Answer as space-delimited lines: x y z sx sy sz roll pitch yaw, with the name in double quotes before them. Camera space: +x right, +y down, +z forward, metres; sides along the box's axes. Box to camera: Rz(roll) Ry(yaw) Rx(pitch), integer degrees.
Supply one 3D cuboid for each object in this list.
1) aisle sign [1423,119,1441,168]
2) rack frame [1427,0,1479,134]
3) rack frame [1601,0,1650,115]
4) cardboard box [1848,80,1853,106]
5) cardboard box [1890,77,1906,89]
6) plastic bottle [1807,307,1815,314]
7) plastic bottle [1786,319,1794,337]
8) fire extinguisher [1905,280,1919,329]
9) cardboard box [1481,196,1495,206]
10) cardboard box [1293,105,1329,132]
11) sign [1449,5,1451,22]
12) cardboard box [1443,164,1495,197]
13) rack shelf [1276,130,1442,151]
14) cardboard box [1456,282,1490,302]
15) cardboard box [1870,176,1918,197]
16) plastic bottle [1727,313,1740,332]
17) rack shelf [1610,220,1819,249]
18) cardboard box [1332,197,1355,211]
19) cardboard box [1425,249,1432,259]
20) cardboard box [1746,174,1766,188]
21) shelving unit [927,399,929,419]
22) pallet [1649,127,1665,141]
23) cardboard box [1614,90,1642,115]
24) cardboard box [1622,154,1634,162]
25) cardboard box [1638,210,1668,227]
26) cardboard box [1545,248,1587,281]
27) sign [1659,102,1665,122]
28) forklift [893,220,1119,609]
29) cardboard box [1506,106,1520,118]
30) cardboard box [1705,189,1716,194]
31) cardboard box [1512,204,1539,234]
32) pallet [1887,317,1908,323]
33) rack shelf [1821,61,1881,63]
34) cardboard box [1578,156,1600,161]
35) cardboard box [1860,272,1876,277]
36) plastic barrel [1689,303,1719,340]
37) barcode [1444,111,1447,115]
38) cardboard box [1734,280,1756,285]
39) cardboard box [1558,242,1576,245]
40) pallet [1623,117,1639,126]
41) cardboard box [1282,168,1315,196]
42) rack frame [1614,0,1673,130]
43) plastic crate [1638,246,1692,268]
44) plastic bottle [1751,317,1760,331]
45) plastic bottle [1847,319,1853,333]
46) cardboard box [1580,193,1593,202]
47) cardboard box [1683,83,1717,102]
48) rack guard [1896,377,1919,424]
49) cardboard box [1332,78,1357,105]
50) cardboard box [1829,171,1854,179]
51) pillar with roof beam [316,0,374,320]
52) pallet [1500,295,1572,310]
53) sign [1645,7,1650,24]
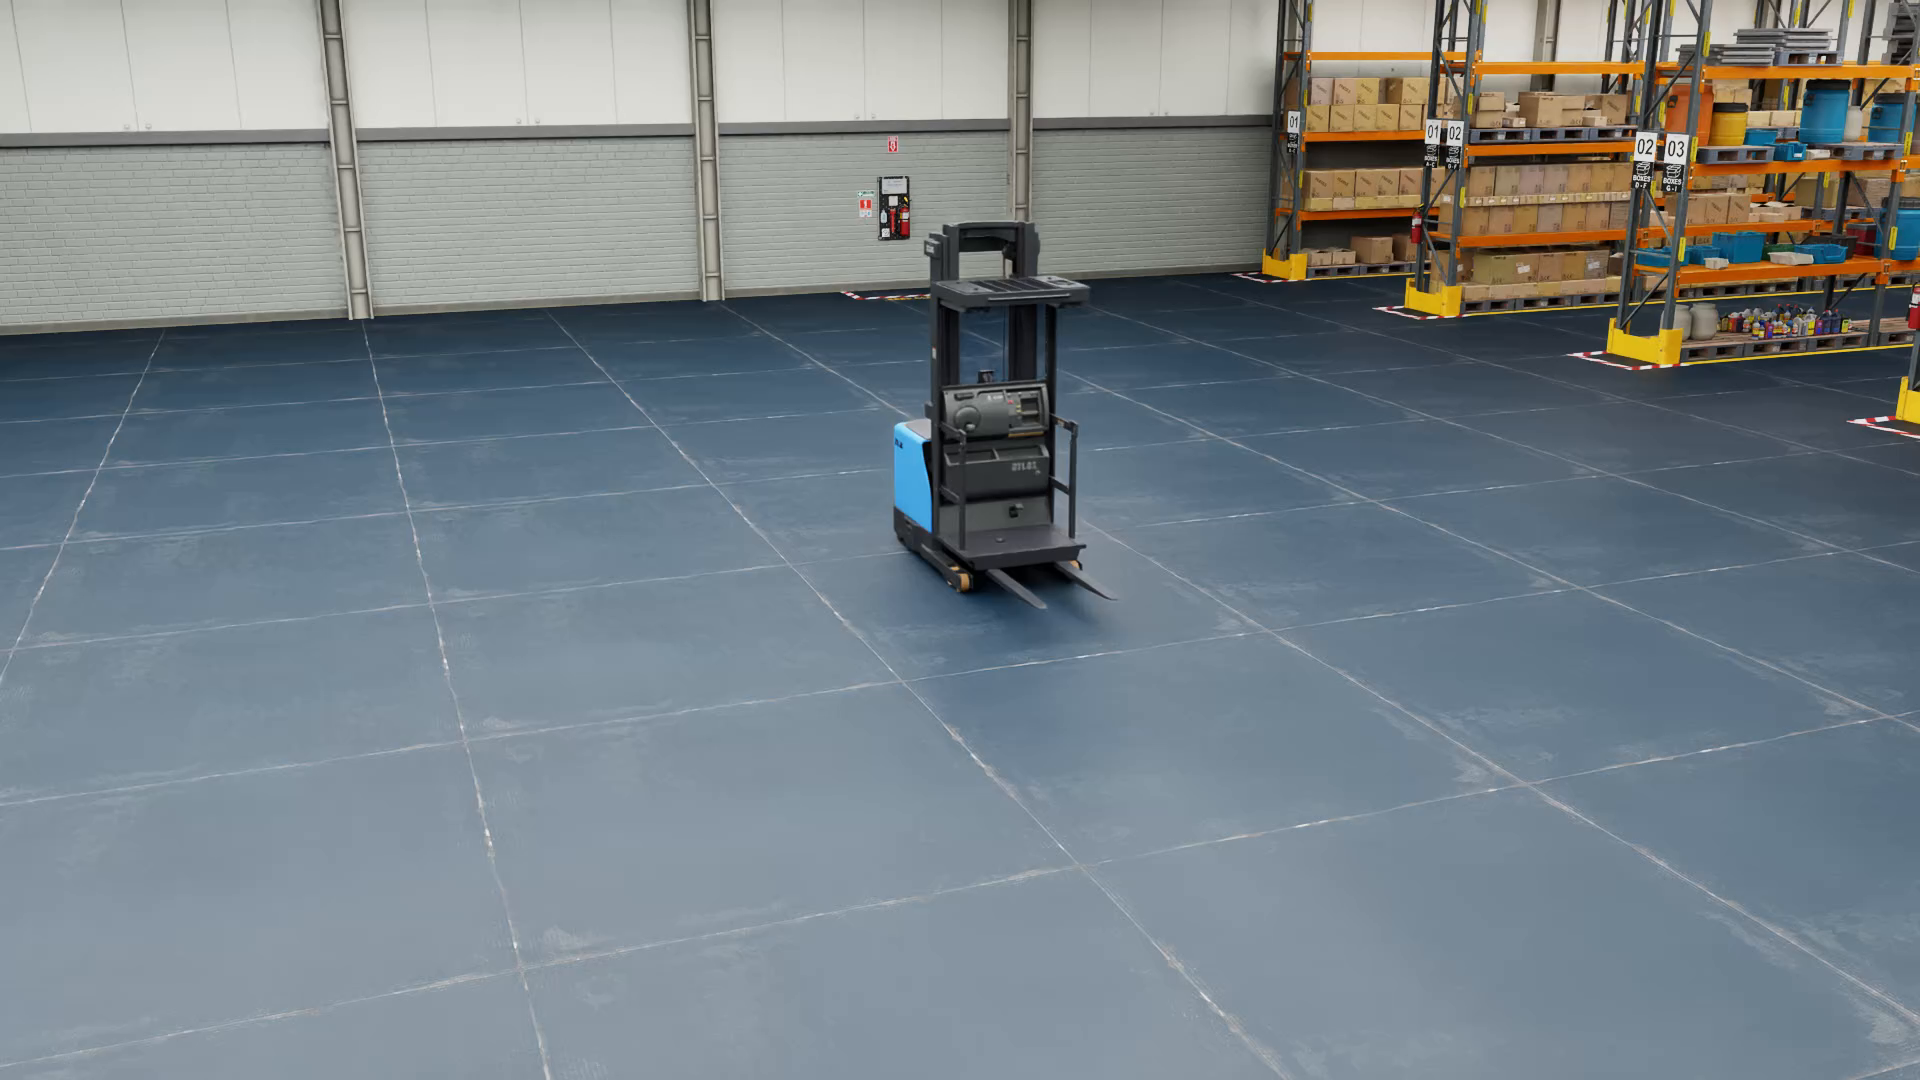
"aisle sign" 7.996 -6.711 28.166 0.004 0.787 0.394 -6 17 -20
"rack frame" 8.163 -8.272 27.446 0.127 3.000 1.000 -6 17 -20
"rack frame" 13.857 -10.381 34.630 0.127 3.000 1.000 -6 17 -20
"cardboard box" 16.043 -8.209 30.605 0.500 0.500 0.500 -6 17 -20
"cardboard box" 20.741 -10.140 37.146 0.500 0.500 0.500 -6 17 -20
"plastic bottle" 13.212 -3.478 25.831 0.097 0.271 0.097 0 16 0
"plastic bottle" 12.339 -3.157 24.740 0.097 0.271 0.097 0 16 0
"fire extinguisher" 11.432 -2.859 19.799 0.183 0.674 0.296 -6 17 -20
"cardboard box" 8.852 -5.763 28.221 0.250 0.149 0.380 -7 18 -22
"cardboard box" 6.788 -8.161 32.180 0.500 0.500 0.500 -6 17 -19
"sign" 9.918 -10.647 33.598 0.005 0.325 0.100 -6 17 -20
"cardboard box" 8.653 -6.113 28.262 0.500 0.500 0.700 -6 17 -20
"rack shelf" 8.254 -7.992 33.094 4.000 0.370 1.077 -6 17 -20
"cardboard box" 8.743 -4.271 28.605 0.500 0.250 0.500 -6 17 -20
"cardboard box" 17.740 -6.658 31.676 0.500 0.500 0.700 -11 20 -34
"plastic bottle" 11.735 -3.312 25.259 0.135 0.276 0.152 -6 17 -20
"rack shelf" 13.765 -5.653 30.453 4.000 0.370 1.077 -6 17 -20
"cardboard box" 7.436 -6.655 32.821 0.500 0.250 0.500 -7 18 -22
"cardboard box" 9.633 -5.889 34.229 0.250 0.166 0.380 -9 18 -27
"cardboard box" 17.251 -7.993 36.405 0.500 0.500 0.500 -6 18 -21
"shelving unit" -0.029 -0.730 15.602 0.503 1.200 0.258 -6 17 -20
"pallet" 12.717 -7.236 29.584 1.217 0.209 0.805 -7 18 -22
"cardboard box" 14.281 -9.264 35.191 0.500 0.500 0.700 -8 18 -24
"cardboard box" 14.400 -8.044 35.246 0.500 0.250 0.500 -6 17 -19
"cardboard box" 12.342 -5.786 29.894 0.500 0.250 0.500 -5 17 -17
"cardboard box" 10.606 -4.835 29.196 0.500 0.500 0.500 -6 17 -20
"sign" 12.098 -7.376 28.662 0.005 0.325 0.100 -6 17 -20
"forklift" 0.385 -1.102 13.800 1.130 2.935 3.031 -6 17 -20
"cardboard box" 9.663 -7.300 28.625 0.500 0.311 0.500 -4 17 -14
"cardboard box" 16.176 -7.570 36.115 0.250 0.149 0.380 -7 18 -22
"cardboard box" 9.558 -5.588 28.776 0.500 0.500 0.700 -6 17 -20
"pallet" 15.527 -3.368 26.345 1.213 0.211 1.003 -6 17 -20
"rack shelf" 19.460 -10.449 36.848 4.000 0.370 1.077 -6 17 -20
"cardboard box" 13.250 -7.994 35.039 0.250 0.149 0.380 -9 19 -29
"cardboard box" 17.117 -5.286 31.581 0.500 0.500 0.500 -6 18 -21
"plastic barrel" 10.987 -3.234 24.610 0.421 0.512 0.421 0 16 0
"barcode" 8.272 -7.268 28.323 0.075 0.075 0.001 -6 17 -20
"cardboard box" 14.278 -4.862 30.617 0.500 0.250 0.500 -6 17 -19
"cardboard box" 12.681 -6.407 35.399 0.500 0.500 0.700 -6 17 -20
"pallet" 14.439 -8.930 35.348 1.003 0.211 1.213 -5 17 -18
"cardboard box" 6.751 -7.097 32.994 0.500 0.500 0.500 -6 18 -21
"rack frame" 11.898 -8.675 28.820 0.127 3.000 1.000 -6 17 -20
"plastic crate" 10.292 -4.147 24.313 0.616 0.251 0.499 -6 17 -20
"plastic bottle" 12.102 -3.281 25.285 0.097 0.201 0.097 0 16 0
"plastic bottle" 13.439 -3.243 25.154 0.097 0.201 0.097 0 16 0
"cardboard box" 10.770 -5.970 28.926 0.250 0.149 0.380 -6 17 -20
"cardboard box" 13.011 -7.840 29.491 0.500 0.500 0.500 -4 17 -15
"rack guard" 11.775 -1.595 19.793 0.348 0.500 1.175 -6 17 -20
"cardboard box" 7.320 -8.685 32.190 0.500 0.500 0.500 -6 18 -21
"cardboard box" 19.464 -8.248 37.482 0.700 0.700 0.980 -7 18 -23
"pillar with roof beam" -8.537 -6.925 22.862 0.400 9.000 9.100 -6 17 -20
"pallet" 9.999 -4.265 29.400 1.213 0.211 1.003 -6 17 -20
"sign" 14.060 -10.725 34.004 0.005 0.325 0.100 -6 17 -20
